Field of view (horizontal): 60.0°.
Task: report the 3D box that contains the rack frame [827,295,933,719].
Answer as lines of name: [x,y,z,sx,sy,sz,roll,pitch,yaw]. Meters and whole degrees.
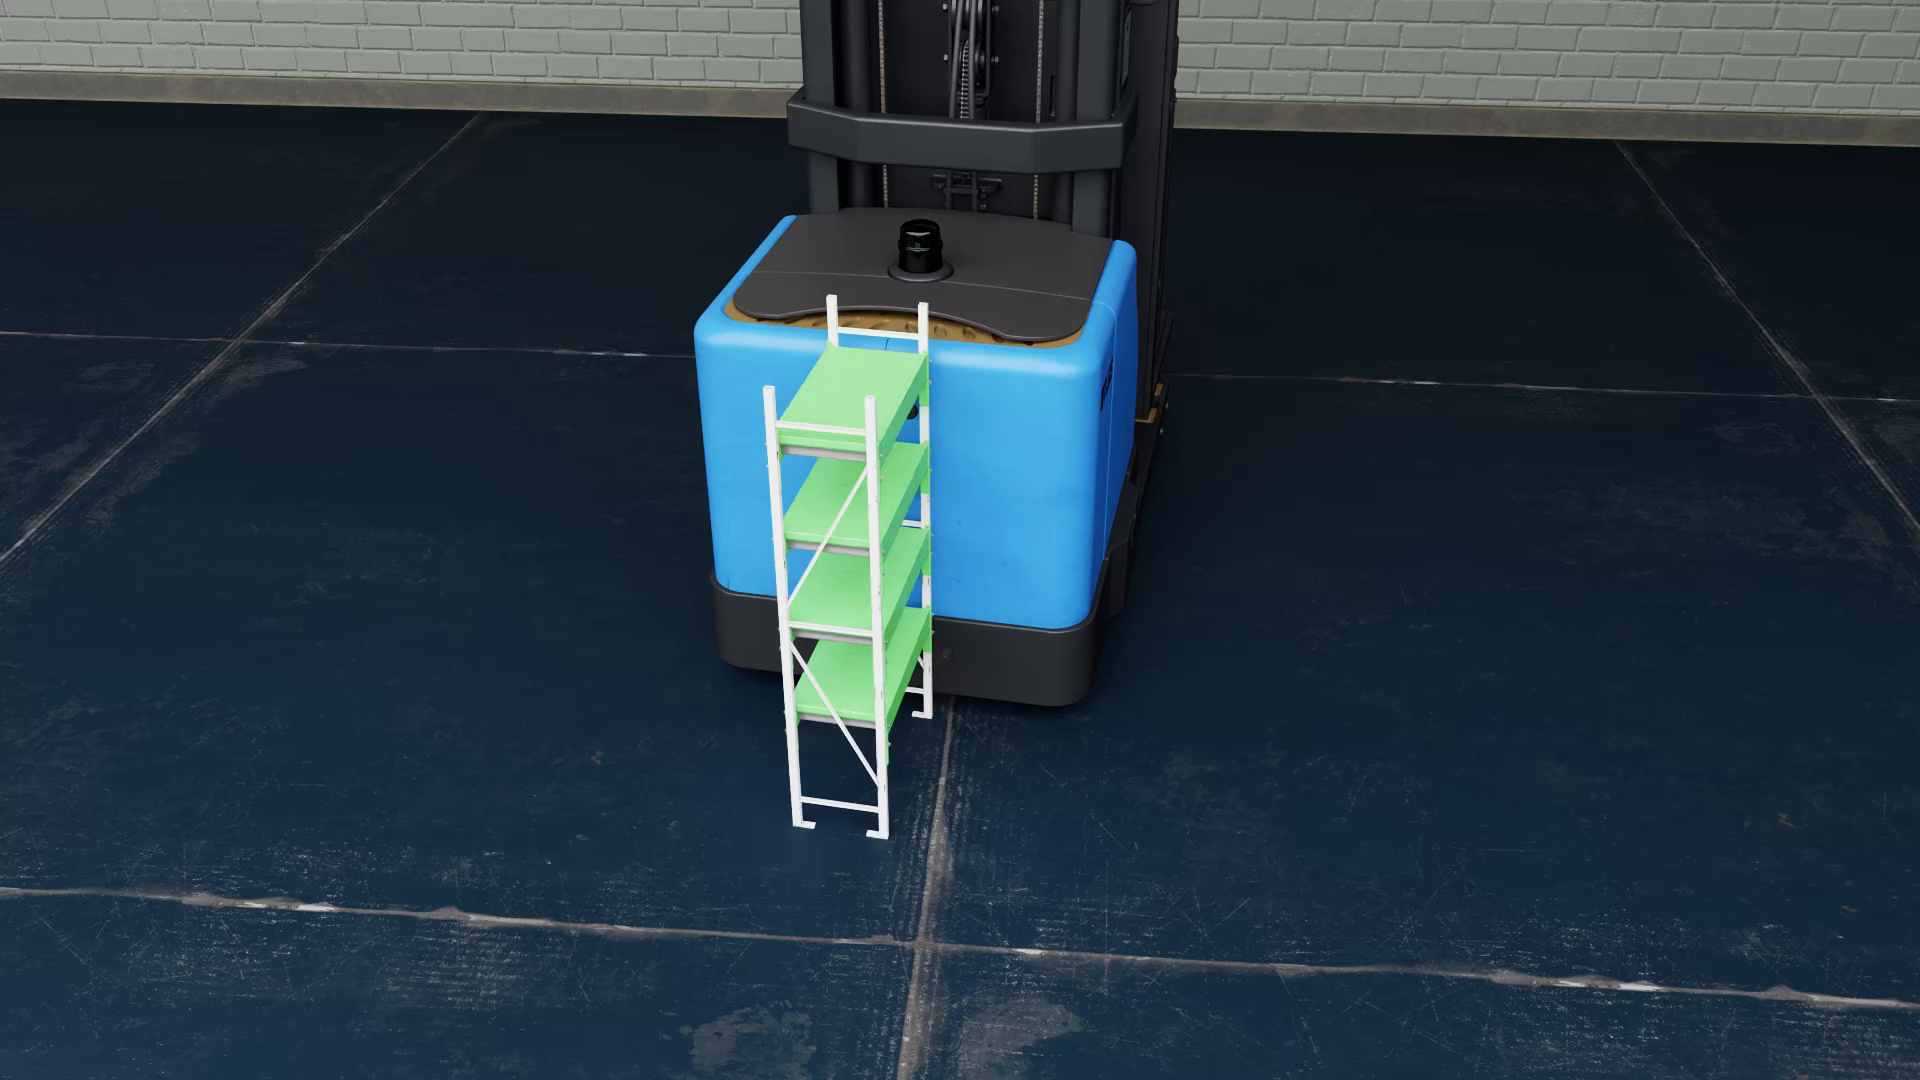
rack frame: [-0.193,-0.047,4.183,0.240,1.200,0.015,6,32,10]

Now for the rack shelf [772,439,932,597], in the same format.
rack shelf: [-0.243,-0.072,3.887,0.258,0.148,0.480,6,32,10]

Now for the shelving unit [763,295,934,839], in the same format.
shelving unit: [-0.243,0.078,3.979,0.258,1.200,0.503,6,32,10]

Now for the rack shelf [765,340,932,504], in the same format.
rack shelf: [-0.243,-0.276,3.761,0.258,0.148,0.480,6,32,10]

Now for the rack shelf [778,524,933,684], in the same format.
rack shelf: [-0.243,0.133,4.013,0.258,0.148,0.480,6,32,10]

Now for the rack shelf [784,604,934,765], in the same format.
rack shelf: [-0.243,0.337,4.139,0.258,0.148,0.480,6,32,10]

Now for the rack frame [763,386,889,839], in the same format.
rack frame: [-0.293,0.204,3.776,0.240,1.200,0.015,6,32,10]

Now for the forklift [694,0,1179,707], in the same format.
forklift: [0.129,-1.569,5.002,1.130,2.935,3.031,6,32,10]
